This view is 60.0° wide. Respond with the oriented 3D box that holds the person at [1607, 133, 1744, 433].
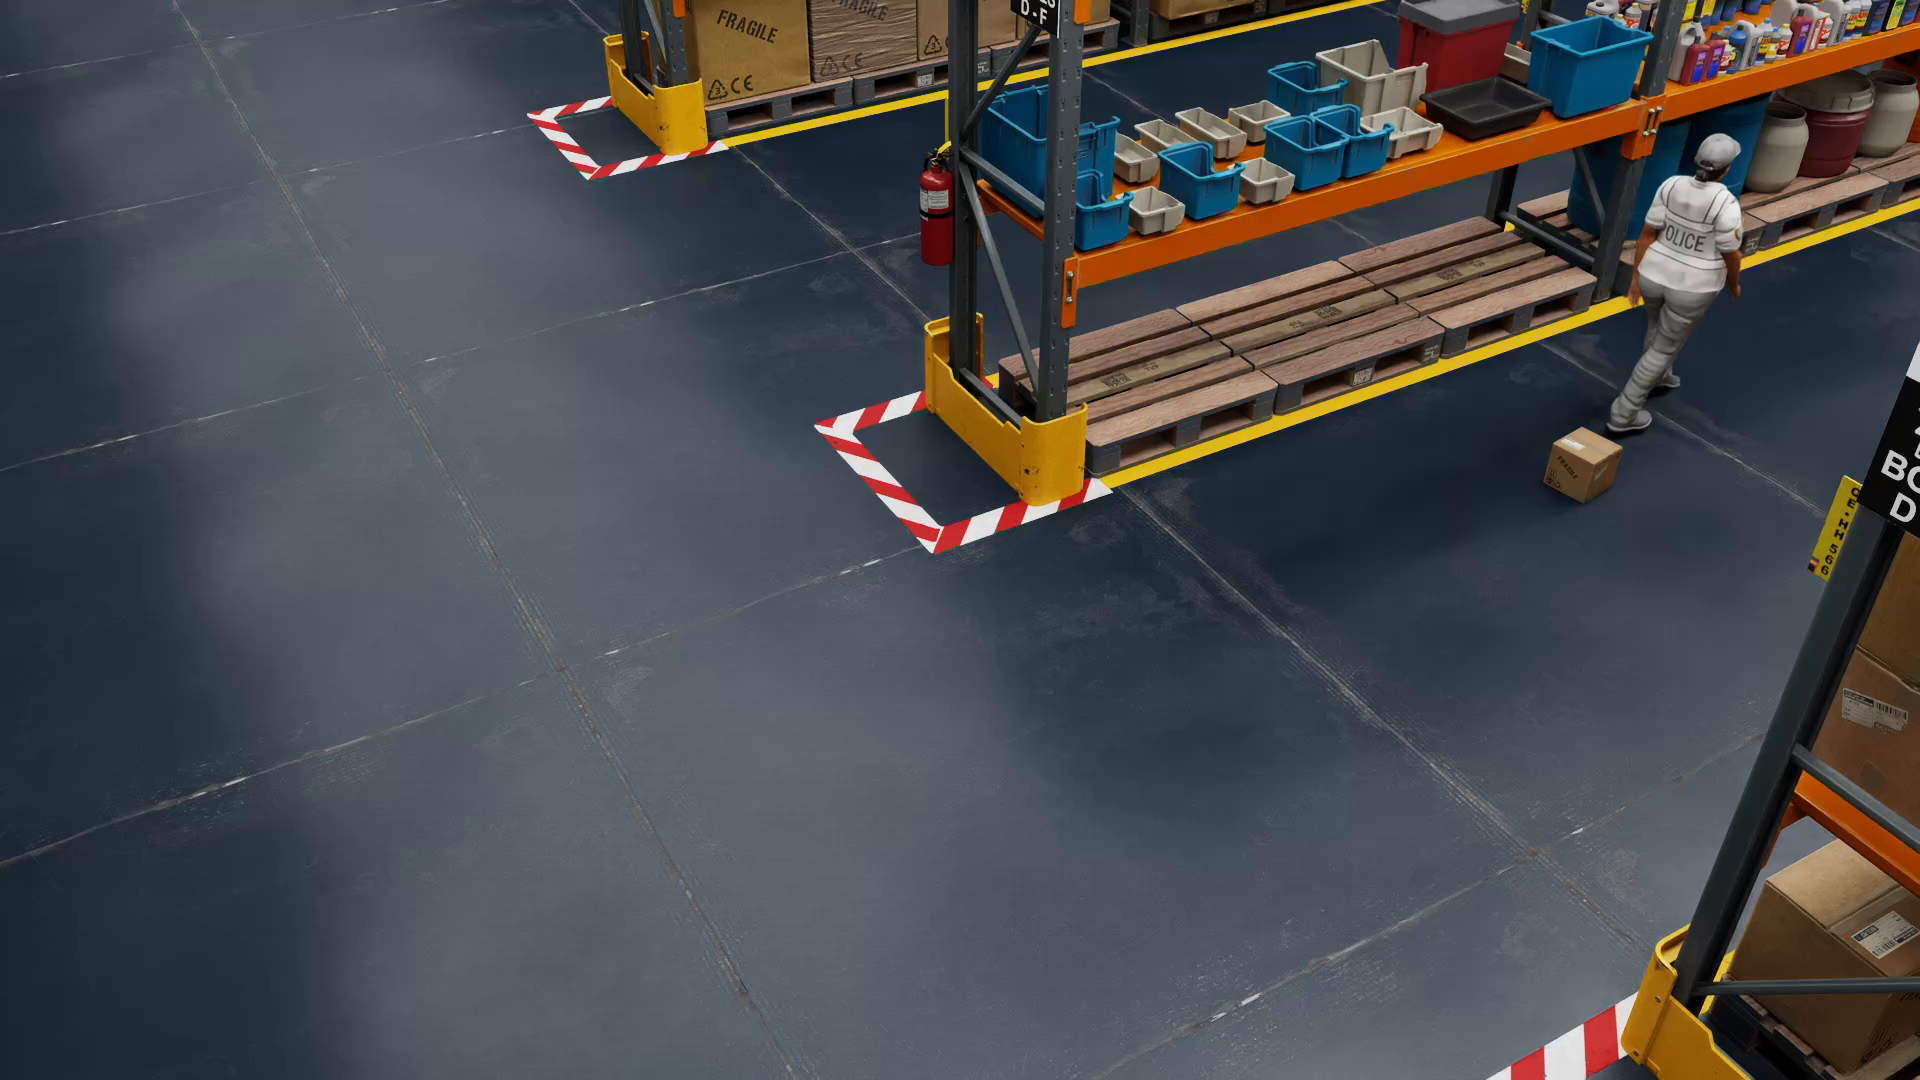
[{"bbox_3d":[3.841,-1.357,8.731,0.821,1.668,0.482,-22,42,-26],"label":"person"}]
